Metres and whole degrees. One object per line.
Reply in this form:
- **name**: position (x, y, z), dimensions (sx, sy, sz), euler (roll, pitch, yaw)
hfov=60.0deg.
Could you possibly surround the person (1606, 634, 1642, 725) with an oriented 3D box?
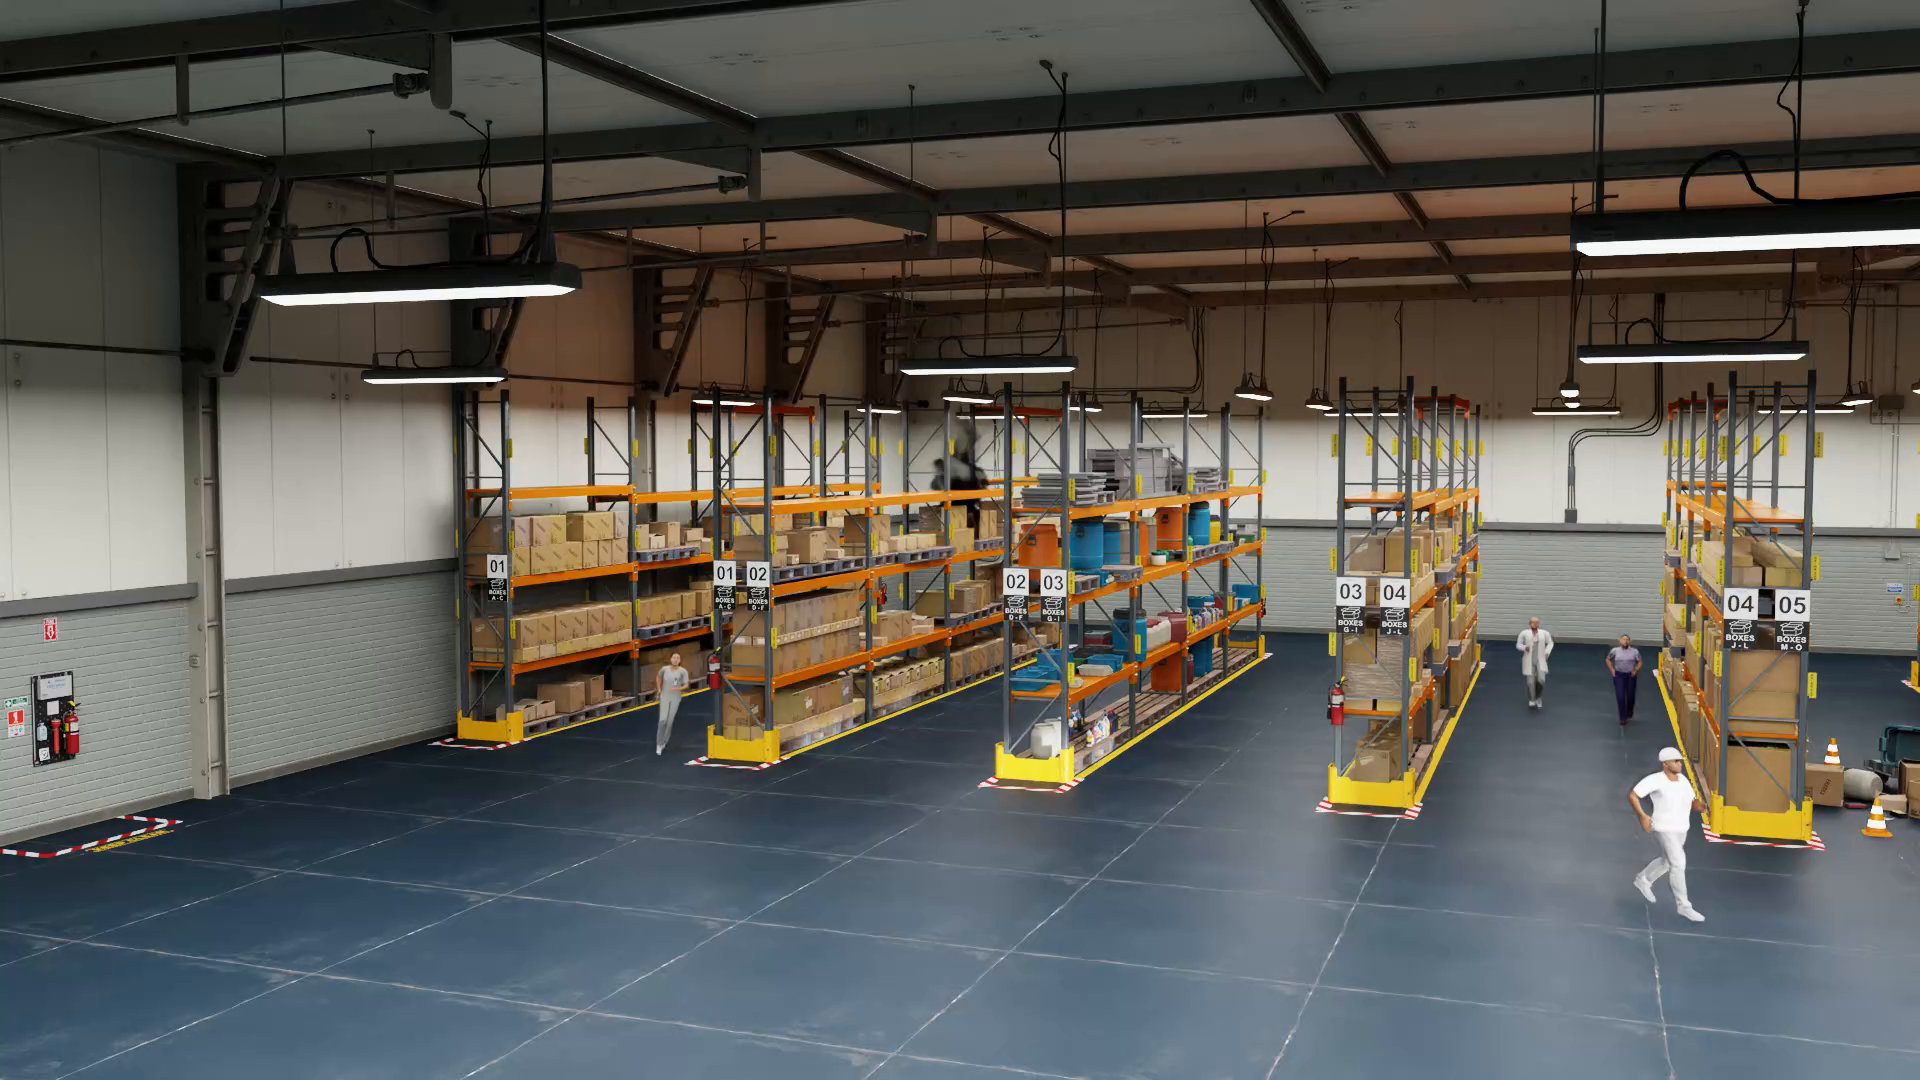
- **person**: position (12.107, 2.524, 30.321), dimensions (0.616, 1.625, 0.679), euler (1, 3, 19)

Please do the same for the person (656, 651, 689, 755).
- **person**: position (-4.753, 2.674, 27.485), dimensions (0.548, 1.703, 0.671), euler (-1, 3, -9)

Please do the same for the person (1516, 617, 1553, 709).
- **person**: position (11.045, 2.367, 31.933), dimensions (0.693, 1.768, 0.682), euler (1, 3, 15)

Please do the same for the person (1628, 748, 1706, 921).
- **person**: position (7.620, 3.101, 17.834), dimensions (0.705, 1.757, 0.968), euler (-2, 4, -30)
